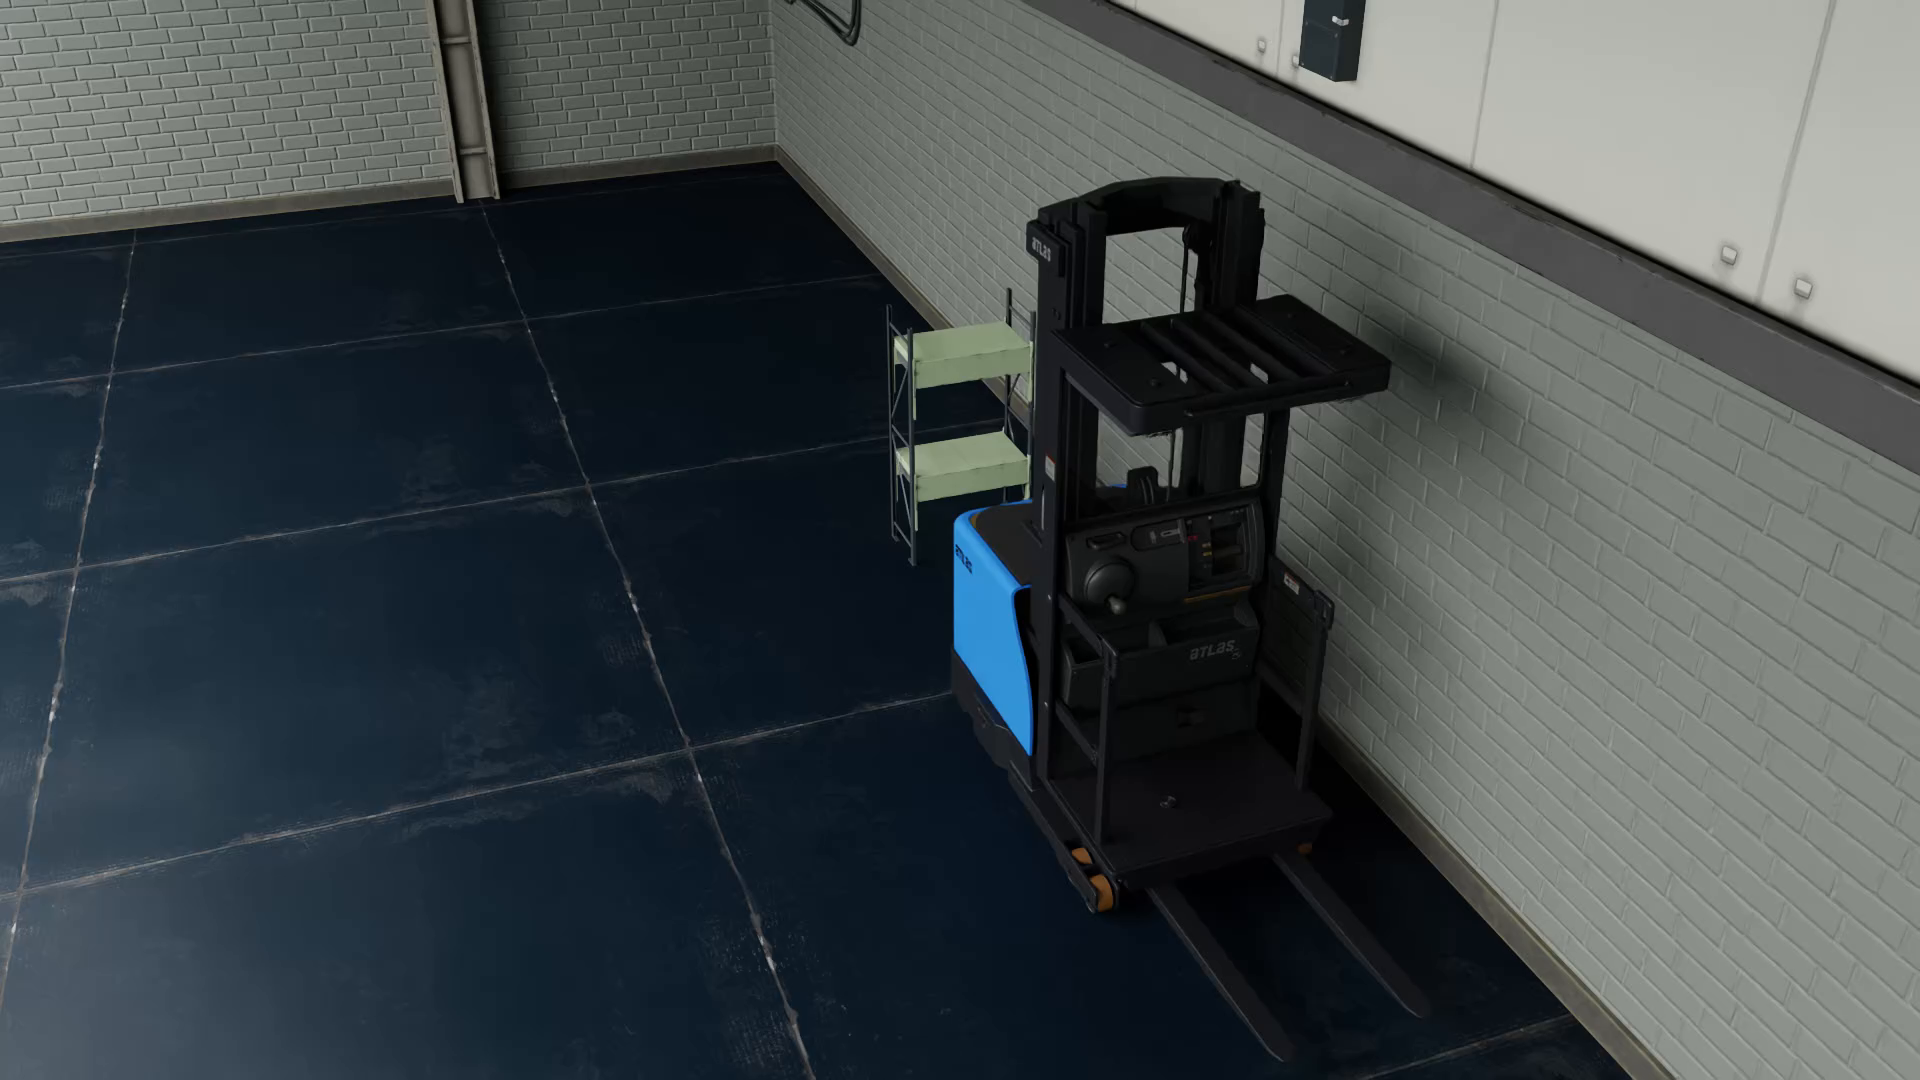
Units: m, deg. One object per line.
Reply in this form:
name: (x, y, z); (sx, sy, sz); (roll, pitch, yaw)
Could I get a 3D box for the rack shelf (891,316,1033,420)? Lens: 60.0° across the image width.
rack shelf: (0.006, -0.992, 9.538); (0.720, 0.370, 0.431); (-10, 31, -18)

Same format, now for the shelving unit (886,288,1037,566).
shelving unit: (0.006, -0.653, 9.731); (0.755, 1.500, 0.431); (-10, 31, -18)

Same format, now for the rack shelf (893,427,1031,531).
rack shelf: (0.006, -0.370, 9.893); (0.720, 0.370, 0.431); (-10, 31, -18)

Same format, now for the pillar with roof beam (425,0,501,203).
pillar with roof beam: (-3.099, -5.195, 10.128); (0.400, 9.000, 9.100); (-10, 31, -18)

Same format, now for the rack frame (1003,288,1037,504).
rack frame: (0.349, -0.716, 9.842); (0.023, 1.500, 0.400); (-10, 31, -18)

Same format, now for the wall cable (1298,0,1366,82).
wall cable: (1.917, -4.157, 4.872); (0.169, 6.003, 2.305); (-10, 31, -18)

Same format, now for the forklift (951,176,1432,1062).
forklift: (0.964, 0.115, 6.937); (1.130, 2.935, 3.031); (-11, 31, -19)

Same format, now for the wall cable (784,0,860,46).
wall cable: (-1.378, -5.738, 14.218); (0.112, 2.526, 3.097); (-10, 31, -18)

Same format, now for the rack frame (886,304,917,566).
rack frame: (-0.337, -0.590, 9.620); (0.023, 1.500, 0.400); (-10, 31, -18)
